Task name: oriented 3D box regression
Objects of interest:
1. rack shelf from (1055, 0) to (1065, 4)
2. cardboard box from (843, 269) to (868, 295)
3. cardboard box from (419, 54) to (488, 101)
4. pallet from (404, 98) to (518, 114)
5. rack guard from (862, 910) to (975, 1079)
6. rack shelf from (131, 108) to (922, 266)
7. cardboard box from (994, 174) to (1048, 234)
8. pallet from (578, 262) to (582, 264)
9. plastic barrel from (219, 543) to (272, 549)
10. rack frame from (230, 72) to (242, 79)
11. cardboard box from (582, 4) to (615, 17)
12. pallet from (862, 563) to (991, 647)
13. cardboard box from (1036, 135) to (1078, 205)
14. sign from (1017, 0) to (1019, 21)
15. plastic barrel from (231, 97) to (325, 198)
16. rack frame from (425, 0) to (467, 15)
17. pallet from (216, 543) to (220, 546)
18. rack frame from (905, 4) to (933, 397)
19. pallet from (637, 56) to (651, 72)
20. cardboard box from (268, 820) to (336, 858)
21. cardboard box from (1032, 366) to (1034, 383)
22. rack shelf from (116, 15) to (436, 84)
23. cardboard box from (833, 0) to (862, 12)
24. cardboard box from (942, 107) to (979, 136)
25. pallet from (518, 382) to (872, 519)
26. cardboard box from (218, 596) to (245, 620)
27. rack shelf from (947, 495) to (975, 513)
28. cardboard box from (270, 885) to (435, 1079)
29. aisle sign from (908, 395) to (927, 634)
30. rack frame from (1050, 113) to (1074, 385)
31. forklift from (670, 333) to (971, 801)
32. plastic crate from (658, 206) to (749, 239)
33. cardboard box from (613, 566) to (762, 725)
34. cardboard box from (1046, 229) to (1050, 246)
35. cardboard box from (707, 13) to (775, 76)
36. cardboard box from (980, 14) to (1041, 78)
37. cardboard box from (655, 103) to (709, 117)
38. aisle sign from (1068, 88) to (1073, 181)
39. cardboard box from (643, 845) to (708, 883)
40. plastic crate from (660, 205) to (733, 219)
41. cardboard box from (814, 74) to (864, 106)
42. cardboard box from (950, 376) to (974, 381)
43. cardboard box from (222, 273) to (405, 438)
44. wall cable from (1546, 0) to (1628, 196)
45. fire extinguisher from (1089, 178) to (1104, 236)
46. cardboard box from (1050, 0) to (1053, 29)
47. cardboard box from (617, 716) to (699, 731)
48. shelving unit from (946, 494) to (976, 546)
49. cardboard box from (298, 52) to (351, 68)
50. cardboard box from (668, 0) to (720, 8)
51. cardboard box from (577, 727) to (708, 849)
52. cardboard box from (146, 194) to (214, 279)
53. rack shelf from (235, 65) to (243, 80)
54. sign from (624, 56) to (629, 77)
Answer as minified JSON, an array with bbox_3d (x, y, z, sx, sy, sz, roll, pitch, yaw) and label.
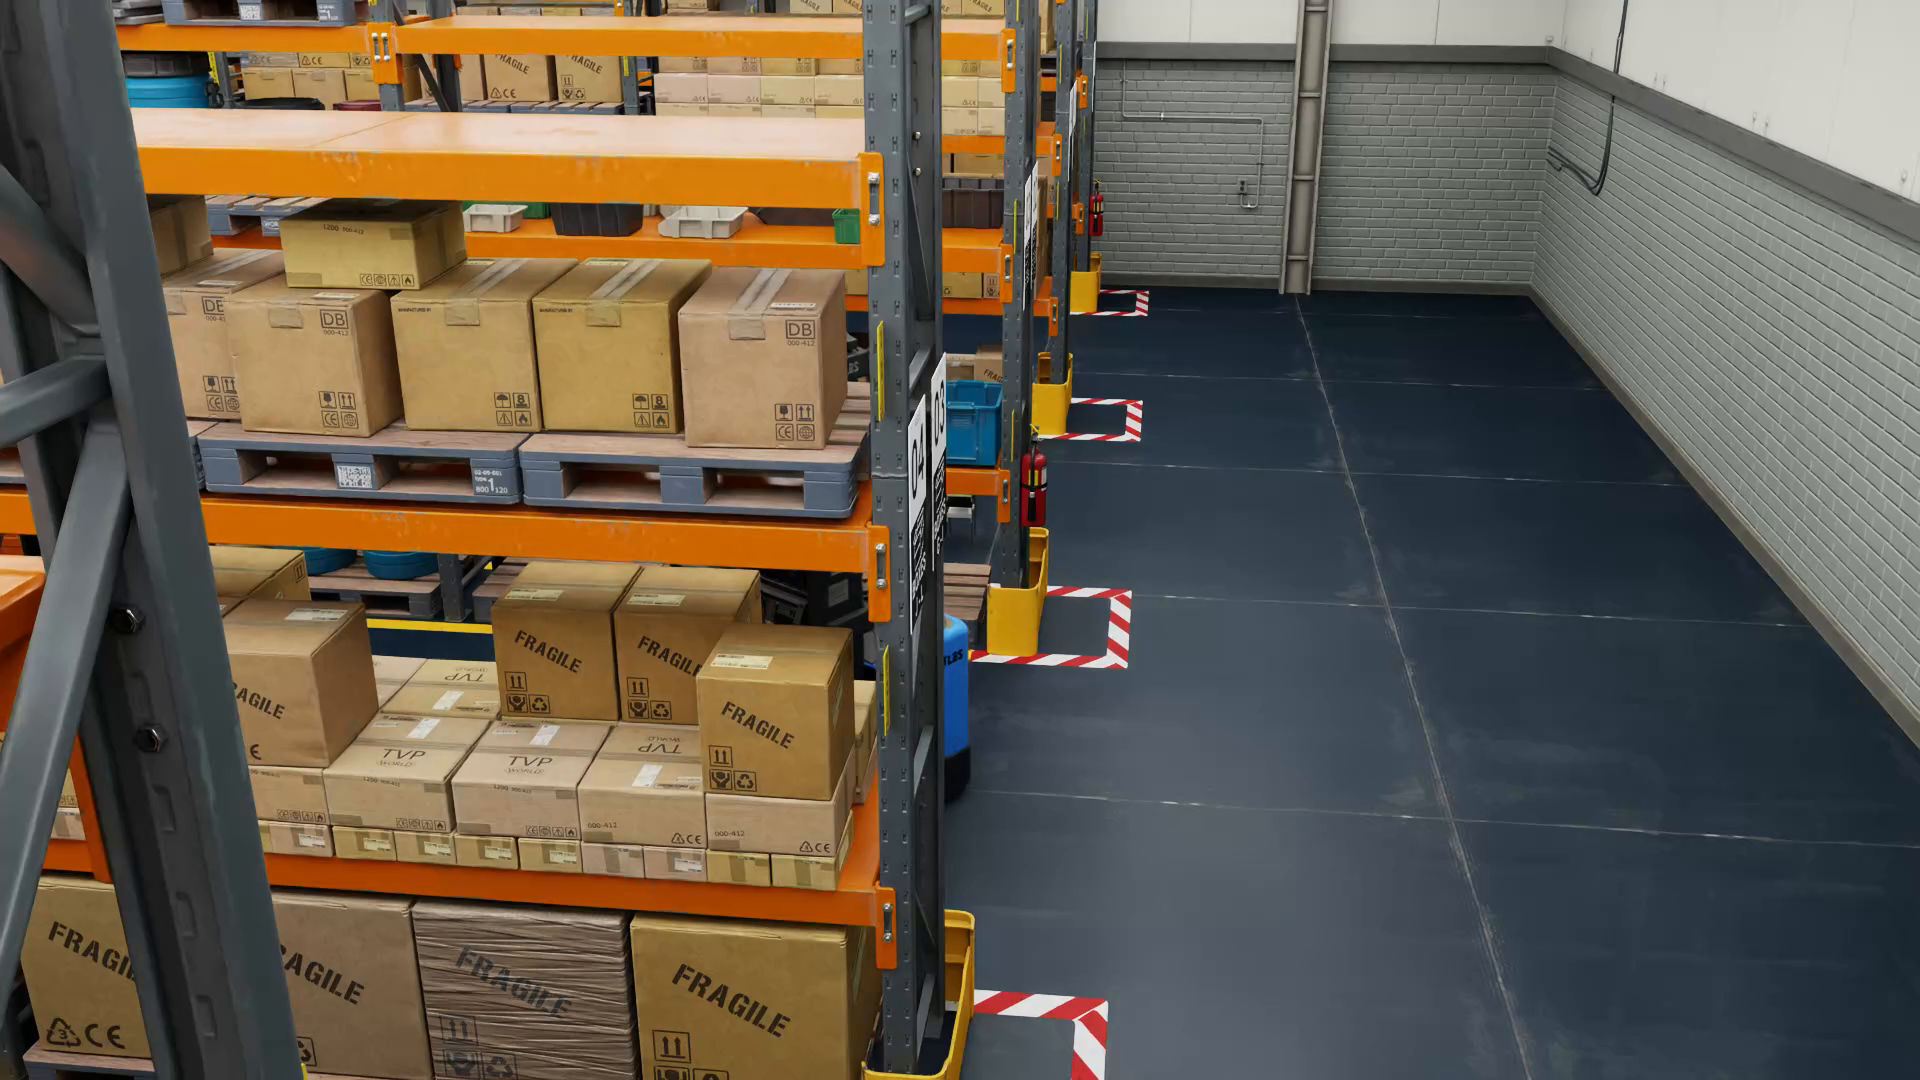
[{"bbox_3d":[-1.006,-5.156,15.225,4.000,0.370,1.077,2,22,6],"label":"rack shelf"},{"bbox_3d":[-1.007,-2.649,15.924,0.500,0.500,0.500,2,22,6],"label":"cardboard box"},{"bbox_3d":[-4.808,-4.578,16.016,0.600,0.600,0.600,2,22,4],"label":"cardboard box"},{"bbox_3d":[-4.662,-4.194,16.144,1.003,0.211,1.213,2,22,6],"label":"pallet"},{"bbox_3d":[-0.165,2.164,7.285,0.348,0.500,1.175,2,22,6],"label":"rack guard"},{"bbox_3d":[-2.175,-1.355,6.150,4.000,0.370,1.077,2,22,6],"label":"rack shelf"},{"bbox_3d":[0.571,-3.243,16.066,0.500,0.500,0.500,3,22,8],"label":"cardboard box"},{"bbox_3d":[-3.773,-2.774,16.638,1.213,0.211,1.003,2,22,6],"label":"pallet"},{"bbox_3d":[-5.370,-0.136,12.518,0.421,0.512,0.421,0,22,0],"label":"plastic barrel"},{"bbox_3d":[-6.964,-5.753,15.752,0.053,2.616,0.949,2,22,6],"label":"rack frame"},{"bbox_3d":[-4.324,-6.367,20.652,0.500,0.500,0.700,2,22,6],"label":"cardboard box"},{"bbox_3d":[-0.421,0.439,12.041,1.213,0.211,1.003,2,22,6],"label":"pallet"},{"bbox_3d":[1.052,-4.583,20.543,0.700,0.700,0.980,3,22,9],"label":"cardboard box"},{"bbox_3d":[0.345,-3.246,9.849,0.005,0.325,0.100,2,22,6],"label":"sign"},{"bbox_3d":[-4.509,-2.624,11.090,0.600,0.588,0.600,0,22,0],"label":"plastic barrel"},{"bbox_3d":[-6.385,-7.561,20.324,0.127,3.000,1.000,2,22,6],"label":"rack frame"},{"bbox_3d":[-5.555,0.216,12.607,1.213,0.211,1.003,2,22,6],"label":"pallet"},{"bbox_3d":[-0.190,-1.788,5.723,0.053,2.616,0.949,2,22,6],"label":"rack frame"},{"bbox_3d":[-3.329,-5.925,20.528,1.217,0.209,0.805,2,22,4],"label":"pallet"},{"bbox_3d":[-2.620,1.135,6.832,0.250,0.149,0.380,3,22,7],"label":"cardboard box"},{"bbox_3d":[0.605,-1.638,16.783,0.250,0.149,0.380,2,22,6],"label":"cardboard box"},{"bbox_3d":[-5.565,-3.336,11.162,4.000,0.370,1.077,2,22,6],"label":"rack shelf"},{"bbox_3d":[-1.227,-6.360,19.845,0.500,0.500,0.500,2,22,5],"label":"cardboard box"},{"bbox_3d":[-0.056,-3.893,15.330,0.500,0.250,0.500,2,22,6],"label":"cardboard box"},{"bbox_3d":[-0.927,-0.381,6.365,1.213,0.211,1.003,2,22,6],"label":"pallet"},{"bbox_3d":[-3.228,0.549,6.752,0.500,0.500,0.500,2,22,6],"label":"cardboard box"},{"bbox_3d":[0.008,-0.303,13.319,0.200,0.077,0.258,2,22,6],"label":"rack shelf"},{"bbox_3d":[-2.622,1.717,7.335,0.875,0.875,0.875,2,22,6],"label":"cardboard box"},{"bbox_3d":[-0.153,-0.096,6.066,0.004,0.787,0.394,2,22,6],"label":"aisle sign"},{"bbox_3d":[0.980,-2.616,15.977,0.127,3.000,1.000,2,22,6],"label":"rack frame"},{"bbox_3d":[-1.281,0.389,8.470,1.130,2.935,3.031,18,28,38],"label":"forklift"},{"bbox_3d":[-1.688,-2.079,10.897,0.530,0.136,0.437,2,22,6],"label":"plastic crate"},{"bbox_3d":[-1.131,0.442,7.020,0.500,0.500,0.500,2,22,5],"label":"cardboard box"},{"bbox_3d":[1.000,-3.821,20.970,0.250,0.149,0.380,3,22,7],"label":"cardboard box"},{"bbox_3d":[-2.025,-4.615,15.457,0.500,0.500,0.700,2,22,6],"label":"cardboard box"},{"bbox_3d":[0.468,-4.539,15.264,0.500,0.500,0.700,2,22,6],"label":"cardboard box"},{"bbox_3d":[-2.538,-4.003,15.609,0.500,0.250,0.500,2,22,6],"label":"cardboard box"},{"bbox_3d":[1.012,-3.710,15.208,0.004,0.787,0.394,2,22,6],"label":"aisle sign"},{"bbox_3d":[-1.090,1.200,6.665,0.250,0.149,0.380,3,22,6],"label":"cardboard box"},{"bbox_3d":[-1.771,-2.356,11.400,0.530,0.282,0.437,2,22,6],"label":"plastic crate"},{"bbox_3d":[-1.050,-4.166,15.343,0.500,0.250,0.500,2,22,6],"label":"cardboard box"},{"bbox_3d":[0.020,-1.487,16.376,0.250,0.166,0.380,2,22,6],"label":"cardboard box"},{"bbox_3d":[-2.341,-0.744,6.319,0.500,0.500,0.700,3,22,9],"label":"cardboard box"},{"bbox_3d":[7.134,-5.395,19.071,0.112,2.526,3.097,2,22,6],"label":"wall cable"},{"bbox_3d":[1.655,-4.040,20.192,0.183,0.674,0.296,2,22,6],"label":"fire extinguisher"},{"bbox_3d":[0.863,-6.460,20.097,0.500,0.500,0.500,2,22,4],"label":"cardboard box"},{"bbox_3d":[-1.151,0.793,7.154,0.500,0.250,0.500,2,22,6],"label":"cardboard box"},{"bbox_3d":[0.008,-0.418,13.273,0.210,0.900,0.258,2,22,6],"label":"shelving unit"},{"bbox_3d":[-6.025,-4.825,15.989,0.500,0.500,0.500,2,22,6],"label":"cardboard box"},{"bbox_3d":[-3.271,-6.678,20.418,0.500,0.250,0.500,4,22,10],"label":"cardboard box"},{"bbox_3d":[-1.205,0.986,6.666,0.500,0.250,0.500,2,22,5],"label":"cardboard box"},{"bbox_3d":[-3.228,-1.161,6.354,0.500,0.250,0.500,1,22,3],"label":"cardboard box"},{"bbox_3d":[-8.371,-5.918,21.227,4.000,0.370,1.077,2,22,6],"label":"rack shelf"},{"bbox_3d":[-3.054,-4.405,15.182,0.005,0.325,0.100,2,22,6],"label":"sign"}]
